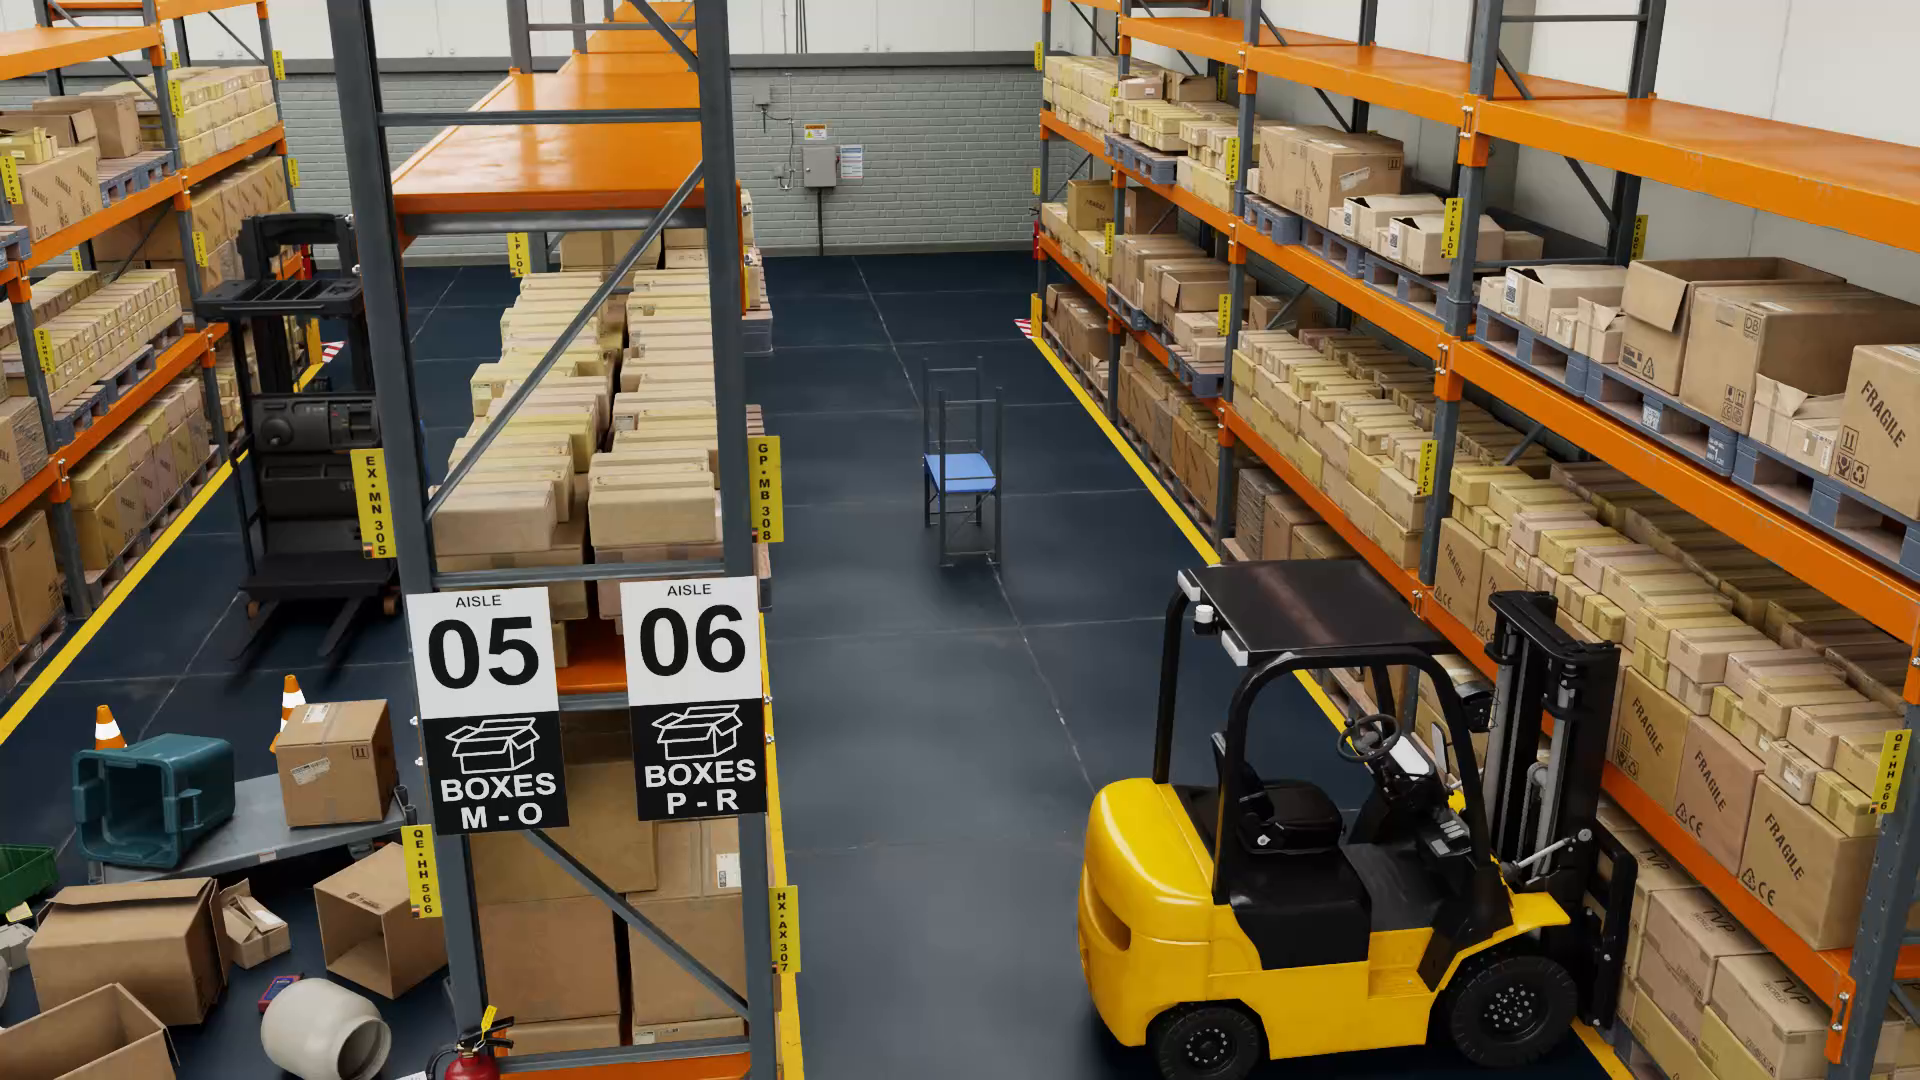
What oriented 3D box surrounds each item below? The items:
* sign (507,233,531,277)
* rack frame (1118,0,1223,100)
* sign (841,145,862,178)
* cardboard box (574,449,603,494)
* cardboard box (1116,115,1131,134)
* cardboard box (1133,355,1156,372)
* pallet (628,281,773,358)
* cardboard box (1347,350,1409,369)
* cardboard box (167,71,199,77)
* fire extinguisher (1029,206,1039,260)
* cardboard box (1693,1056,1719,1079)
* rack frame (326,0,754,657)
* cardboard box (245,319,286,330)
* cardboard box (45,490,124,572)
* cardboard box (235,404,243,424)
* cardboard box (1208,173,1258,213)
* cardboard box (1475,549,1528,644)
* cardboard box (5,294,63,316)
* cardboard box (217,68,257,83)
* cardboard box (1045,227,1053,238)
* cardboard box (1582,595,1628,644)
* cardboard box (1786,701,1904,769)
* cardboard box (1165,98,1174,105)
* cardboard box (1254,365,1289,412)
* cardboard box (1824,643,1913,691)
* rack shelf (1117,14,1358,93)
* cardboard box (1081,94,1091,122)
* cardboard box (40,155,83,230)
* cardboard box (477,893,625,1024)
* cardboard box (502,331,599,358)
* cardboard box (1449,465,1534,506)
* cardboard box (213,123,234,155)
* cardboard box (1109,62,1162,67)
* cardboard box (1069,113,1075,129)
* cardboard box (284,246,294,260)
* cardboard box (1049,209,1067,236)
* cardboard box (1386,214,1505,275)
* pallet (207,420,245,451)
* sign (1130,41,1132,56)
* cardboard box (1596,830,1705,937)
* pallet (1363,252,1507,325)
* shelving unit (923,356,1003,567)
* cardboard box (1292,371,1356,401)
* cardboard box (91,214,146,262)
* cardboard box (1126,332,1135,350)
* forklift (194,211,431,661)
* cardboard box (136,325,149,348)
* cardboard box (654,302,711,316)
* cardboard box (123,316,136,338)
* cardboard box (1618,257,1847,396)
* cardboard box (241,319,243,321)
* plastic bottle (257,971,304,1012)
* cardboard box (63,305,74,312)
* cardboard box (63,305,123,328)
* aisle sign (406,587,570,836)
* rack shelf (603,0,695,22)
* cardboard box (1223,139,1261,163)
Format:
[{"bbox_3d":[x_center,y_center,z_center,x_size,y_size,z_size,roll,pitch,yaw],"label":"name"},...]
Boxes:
[{"bbox_3d":[-2.233,-1.491,8.407,0.100,0.325,0.005,-3,21,-8],"label":"sign"},{"bbox_3d":[2.074,-5.520,16.209,1.000,3.000,0.127,-3,21,-8],"label":"rack frame"},{"bbox_3d":[-1.692,-5.902,25.941,0.329,0.494,0.001,-3,21,-8],"label":"sign"},{"bbox_3d":[-1.506,-0.116,5.817,0.500,0.250,0.500,-3,21,-8],"label":"cardboard box"},{"bbox_3d":[1.726,-4.026,16.112,0.380,0.149,0.250,-3,21,-7],"label":"cardboard box"},{"bbox_3d":[1.978,-1.810,16.895,0.380,0.149,0.250,-3,21,-9],"label":"cardboard box"},{"bbox_3d":[-1.668,-1.225,9.264,1.213,0.211,1.003,-3,21,-8],"label":"pallet"},{"bbox_3d":[3.127,-1.314,12.452,0.380,0.149,0.250,-3,21,-9],"label":"cardboard box"},{"bbox_3d":[-8.491,-5.004,18.044,0.380,0.149,0.250,-3,21,-8],"label":"cardboard box"},{"bbox_3d":[1.018,-3.912,21.120,0.296,0.674,0.183,-3,21,-8],"label":"fire extinguisher"},{"bbox_3d":[3.423,2.389,6.935,0.500,0.250,0.500,-3,21,-7],"label":"cardboard box"},{"bbox_3d":[-1.108,-1.114,4.412,1.000,3.000,0.127,-3,21,-8],"label":"rack frame"},{"bbox_3d":[-7.992,-2.438,19.155,0.380,0.149,0.250,-3,21,-7],"label":"cardboard box"},{"bbox_3d":[-6.994,-0.072,13.169,0.500,0.500,0.500,-4,21,-10],"label":"cardboard box"},{"bbox_3d":[-7.494,-1.269,16.876,0.380,0.149,0.250,-2,21,-6],"label":"cardboard box"},{"bbox_3d":[2.336,-2.825,13.495,0.500,0.250,0.500,-4,21,-10],"label":"cardboard box"},{"bbox_3d":[3.124,0.359,8.898,0.500,0.500,0.500,-3,21,-7],"label":"cardboard box"},{"bbox_3d":[-7.968,-2.012,14.298,0.380,0.149,0.250,-3,21,-8],"label":"cardboard box"},{"bbox_3d":[-8.000,-5.125,18.368,0.380,0.149,0.250,-3,21,-7],"label":"cardboard box"},{"bbox_3d":[1.273,-3.850,20.669,0.380,0.149,0.250,-3,21,-8],"label":"cardboard box"},{"bbox_3d":[3.216,0.369,7.945,0.380,0.149,0.250,-3,21,-9],"label":"cardboard box"},{"bbox_3d":[3.477,0.758,6.480,0.380,0.149,0.250,-3,21,-8],"label":"cardboard box"},{"bbox_3d":[2.232,-4.282,16.373,0.380,0.149,0.250,-3,21,-9],"label":"cardboard box"},{"bbox_3d":[2.543,-1.150,12.581,0.500,0.250,0.500,-2,21,-6],"label":"cardboard box"},{"bbox_3d":[3.889,0.558,7.013,0.380,0.149,0.250,-3,21,-7],"label":"cardboard box"},{"bbox_3d":[2.362,-4.304,14.551,1.077,0.370,4.000,-3,21,-8],"label":"rack shelf"},{"bbox_3d":[1.608,-4.696,18.079,0.500,0.250,0.500,-2,21,-7],"label":"cardboard box"},{"bbox_3d":[-7.043,-2.625,12.601,0.500,0.500,0.500,-3,21,-8],"label":"cardboard box"},{"bbox_3d":[-1.459,1.336,5.858,0.500,0.500,0.500,-3,21,-9],"label":"cardboard box"},{"bbox_3d":[-1.720,-0.776,7.013,0.380,0.149,0.250,-3,21,-9],"label":"cardboard box"},{"bbox_3d":[2.979,-0.305,9.324,0.380,0.149,0.250,-2,21,-7],"label":"cardboard box"},{"bbox_3d":[-7.664,-4.036,16.738,0.500,0.250,0.500,-2,21,-5],"label":"cardboard box"},{"bbox_3d":[1.996,-5.306,18.996,0.500,0.250,0.500,-3,21,-7],"label":"cardboard box"},{"bbox_3d":[1.438,-4.725,18.725,0.380,0.149,0.250,-3,21,-8],"label":"cardboard box"},{"bbox_3d":[-7.971,-3.342,19.311,0.380,0.149,0.250,-3,21,-8],"label":"cardboard box"},{"bbox_3d":[1.369,-3.819,20.017,0.500,0.250,0.500,-3,21,-7],"label":"cardboard box"},{"bbox_3d":[2.881,-1.785,9.881,0.500,0.311,0.500,-4,21,-9],"label":"cardboard box"},{"bbox_3d":[-7.853,-1.098,16.929,1.003,0.211,1.213,-3,21,-8],"label":"pallet"},{"bbox_3d":[2.049,-5.936,20.344,0.100,0.325,0.005,-3,21,-8],"label":"sign"},{"bbox_3d":[3.266,1.573,7.691,0.500,0.250,0.500,-3,21,-7],"label":"cardboard box"},{"bbox_3d":[3.087,-1.560,10.167,0.805,0.209,1.217,-4,21,-10],"label":"pallet"},{"bbox_3d":[0.012,-0.673,13.949,0.538,1.500,1.048,-3,21,-8],"label":"shelving unit"},{"bbox_3d":[2.601,-1.104,11.890,0.380,0.149,0.250,-2,21,-7],"label":"cardboard box"},{"bbox_3d":[-8.057,-2.977,15.978,0.500,0.500,0.500,-4,21,-10],"label":"cardboard box"},{"bbox_3d":[1.922,-2.044,17.097,0.380,0.149,0.250,-3,21,-9],"label":"cardboard box"},{"bbox_3d":[-4.873,-0.879,12.454,1.130,2.935,3.031,-2,21,-5],"label":"forklift"},{"bbox_3d":[-7.315,-1.766,14.491,0.380,0.149,0.250,-4,21,-10],"label":"cardboard box"},{"bbox_3d":[-1.193,-0.987,7.578,0.380,0.149,0.250,-2,21,-6],"label":"cardboard box"},{"bbox_3d":[-7.275,-1.808,14.178,0.380,0.149,0.250,-3,21,-8],"label":"cardboard box"},{"bbox_3d":[3.403,-0.957,7.389,0.797,0.503,0.637,-2,21,-6],"label":"cardboard box"},{"bbox_3d":[-8.559,-2.500,19.321,0.380,0.149,0.250,-4,21,-10],"label":"cardboard box"},{"bbox_3d":[-3.354,2.229,8.234,0.133,0.061,0.283,1,20,2],"label":"plastic bottle"},{"bbox_3d":[-8.005,-1.964,14.594,0.380,0.149,0.250,-4,21,-10],"label":"cardboard box"},{"bbox_3d":[-7.243,-1.858,13.886,0.380,0.149,0.250,-3,21,-9],"label":"cardboard box"},{"bbox_3d":[-1.386,0.515,4.910,0.394,0.787,0.004,-3,21,-8],"label":"aisle sign"},{"bbox_3d":[-3.126,-5.437,17.585,1.077,0.370,4.000,-3,21,-8],"label":"rack shelf"},{"bbox_3d":[2.308,-3.090,13.209,0.380,0.149,0.250,-2,21,-6],"label":"cardboard box"}]
